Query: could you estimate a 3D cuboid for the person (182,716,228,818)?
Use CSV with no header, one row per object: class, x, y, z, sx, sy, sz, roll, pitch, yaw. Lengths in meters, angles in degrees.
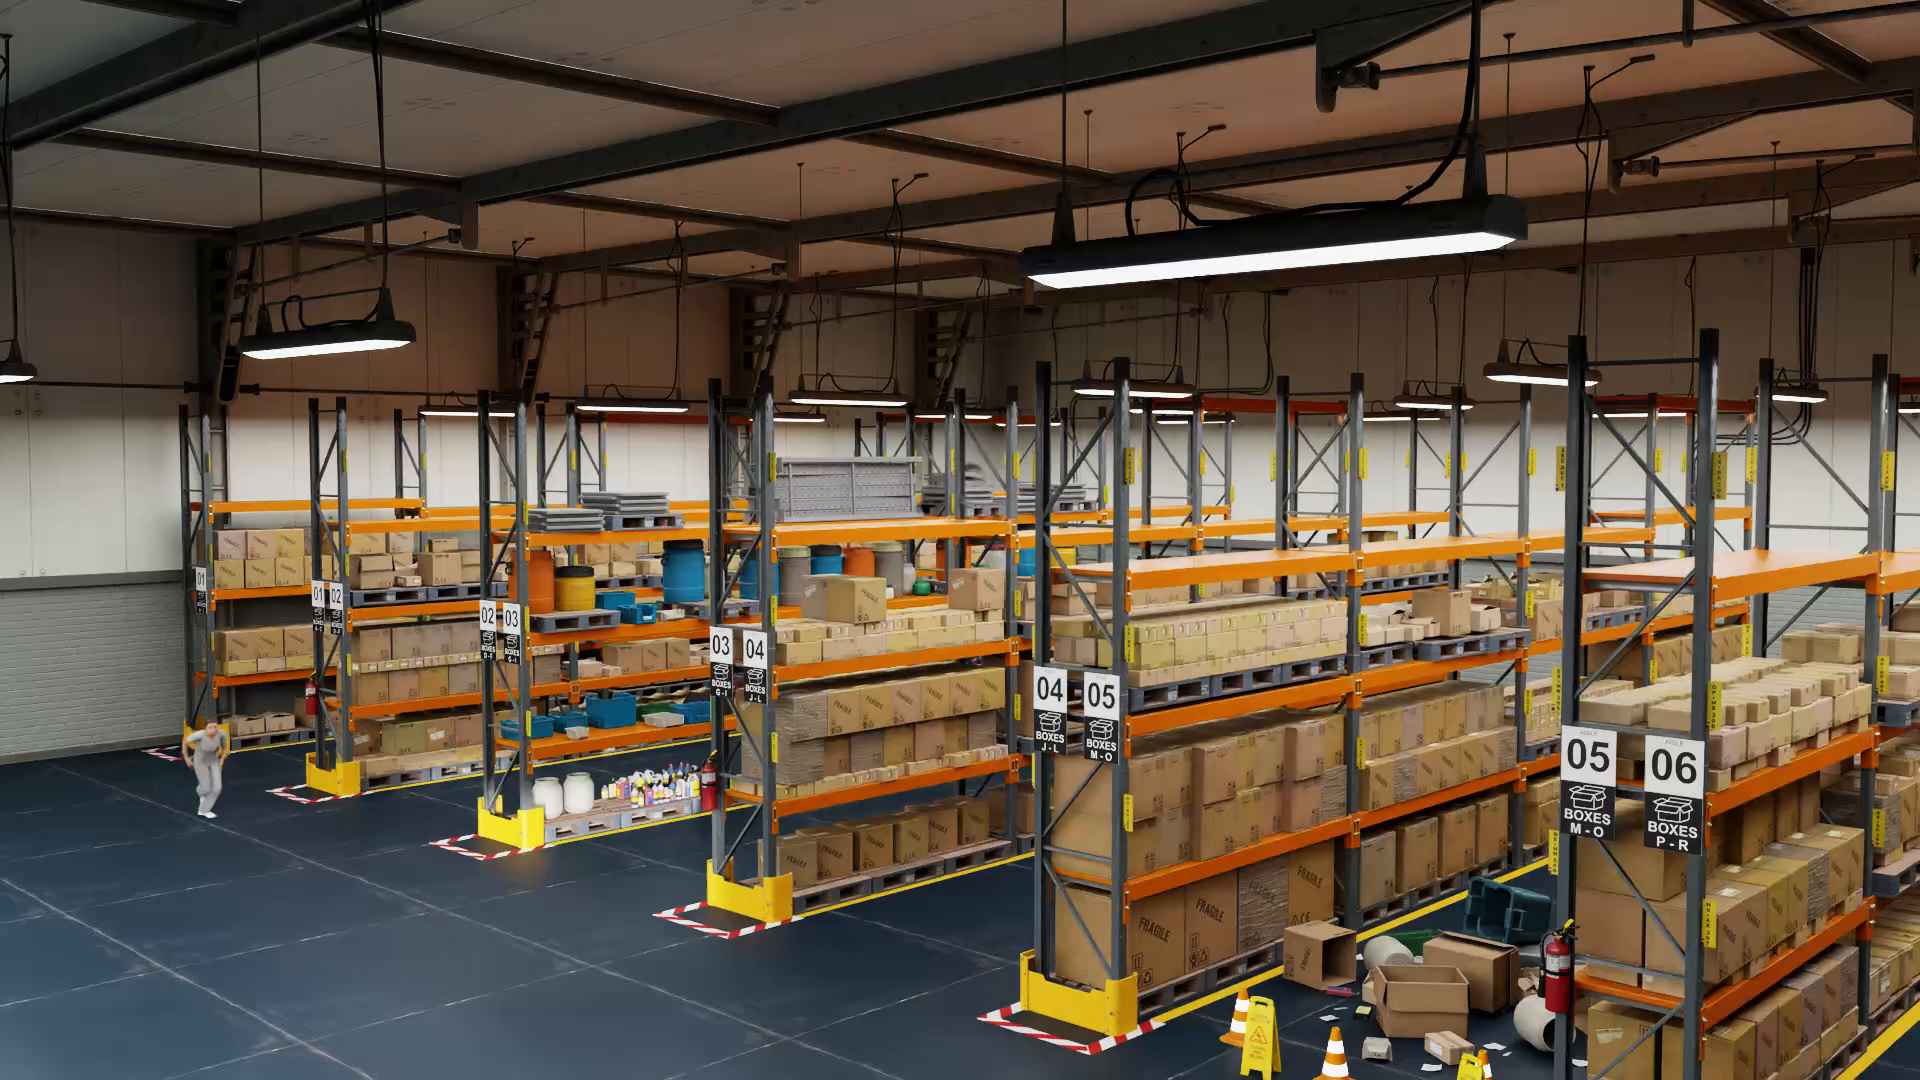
person,-10.668,3.196,23.479,0.578,1.487,0.816,-2,4,-40
